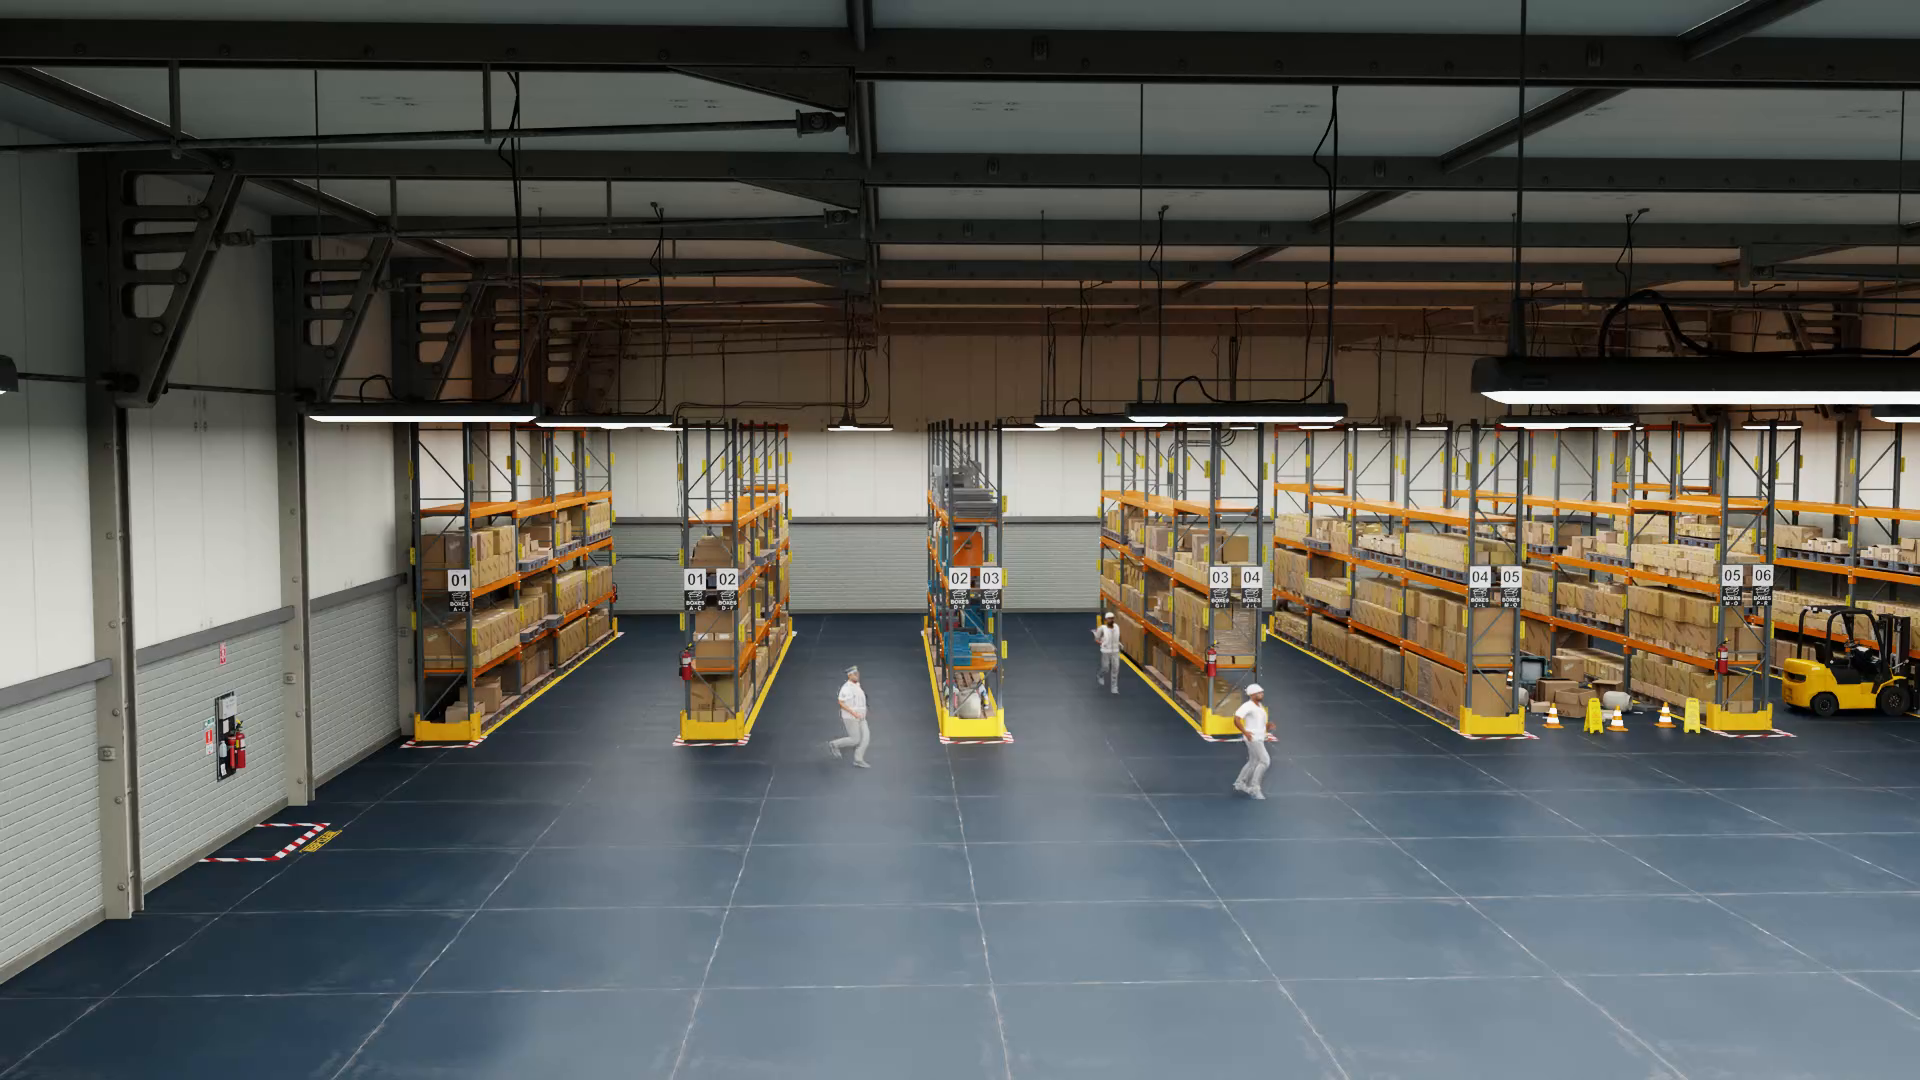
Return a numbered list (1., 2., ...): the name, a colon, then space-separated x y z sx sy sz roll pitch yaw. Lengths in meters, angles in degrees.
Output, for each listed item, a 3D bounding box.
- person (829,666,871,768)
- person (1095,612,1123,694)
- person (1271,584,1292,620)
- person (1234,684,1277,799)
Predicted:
1. person: -1.866 3.031 28.633 0.732 1.760 0.670 2 4 24
2. person: 3.308 2.478 36.700 0.682 1.768 0.940 -1 4 -16
3. person: 9.581 1.702 49.027 0.821 1.829 0.698 0 4 -5
4. person: 4.648 3.184 26.214 0.653 1.829 0.685 2 4 24
